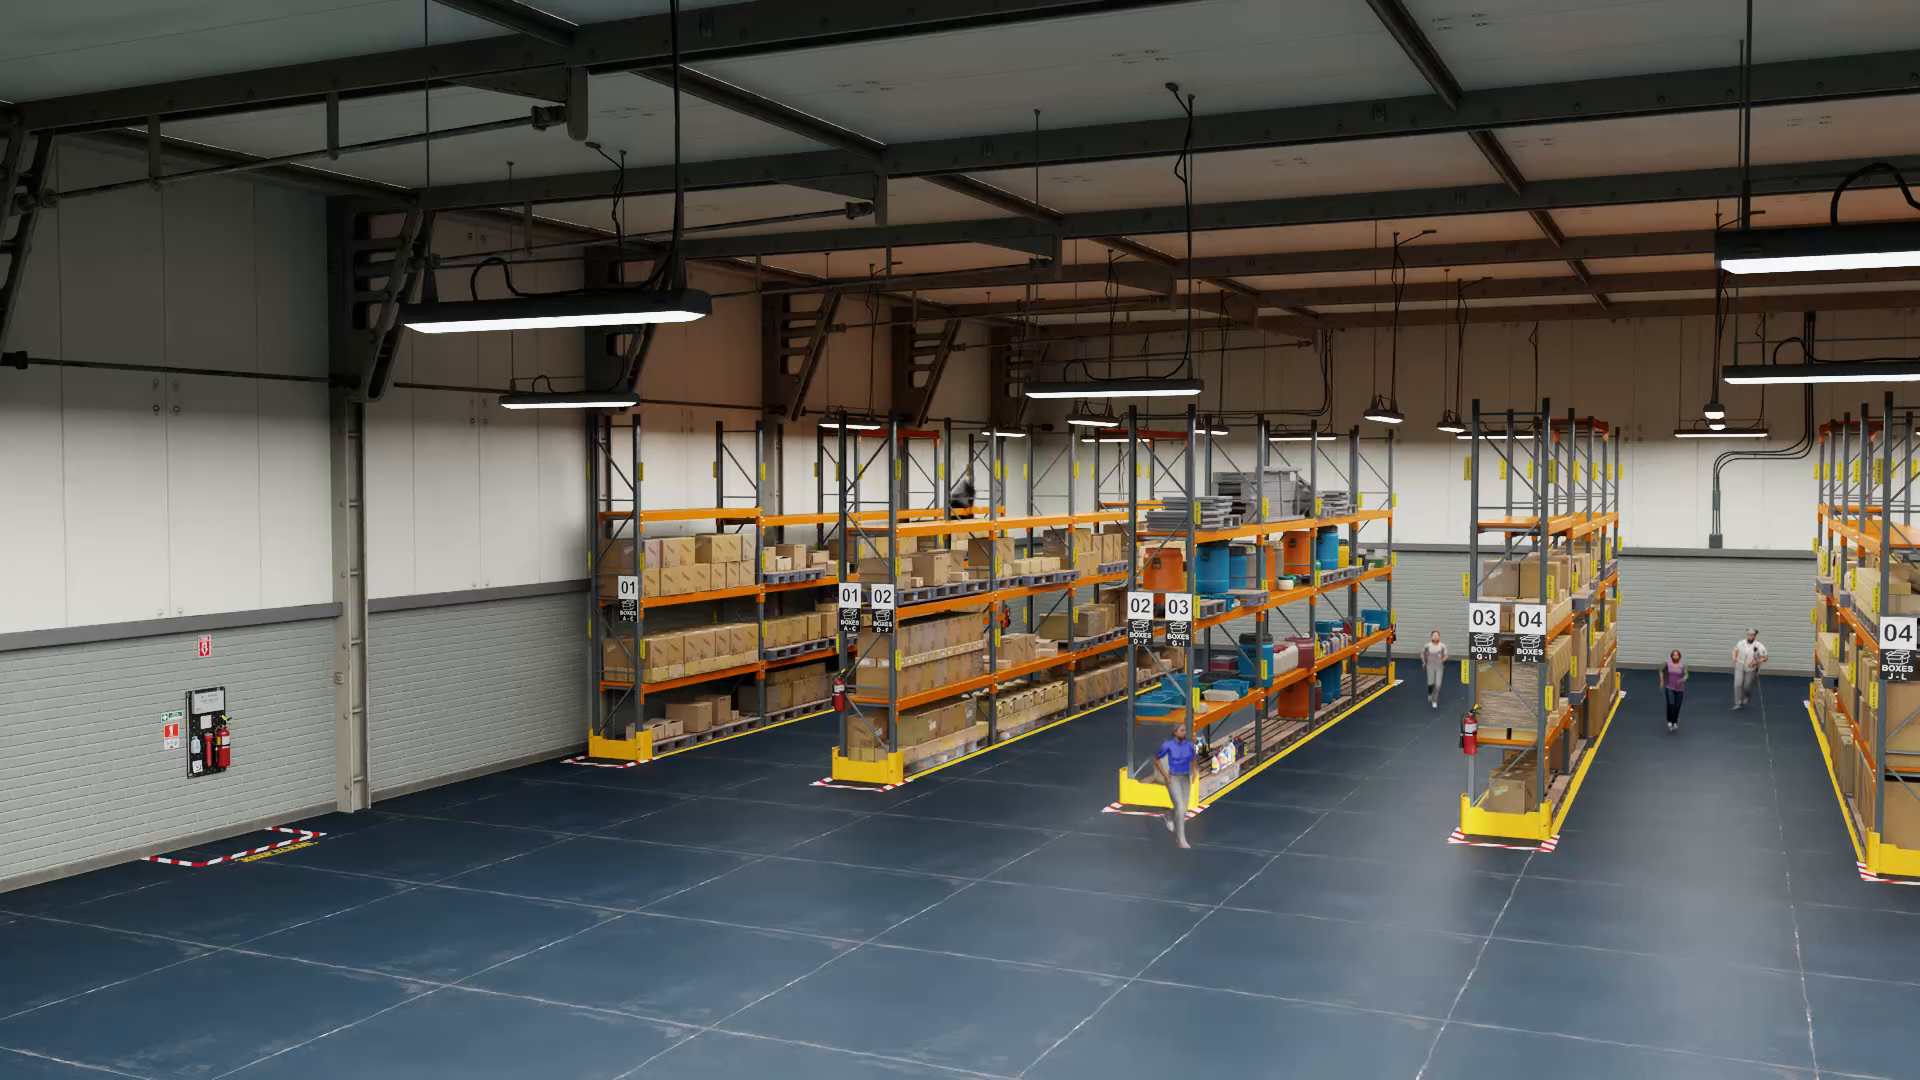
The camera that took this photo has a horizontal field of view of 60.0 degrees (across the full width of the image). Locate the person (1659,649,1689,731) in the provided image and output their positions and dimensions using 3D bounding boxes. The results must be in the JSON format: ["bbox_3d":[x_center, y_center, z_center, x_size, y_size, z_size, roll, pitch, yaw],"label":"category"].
[{"bbox_3d":[13.726,2.886,31.964,0.500,1.579,0.730,1,2,18],"label":"person"}]

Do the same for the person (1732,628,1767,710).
[{"bbox_3d":[16.646,2.710,35.083,0.703,1.745,0.698,2,3,42],"label":"person"}]

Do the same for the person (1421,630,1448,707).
[{"bbox_3d":[10.070,2.737,35.281,0.557,1.630,0.553,1,2,13],"label":"person"}]

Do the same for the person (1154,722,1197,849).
[{"bbox_3d":[2.929,3.283,22.444,0.599,1.668,0.819,-1,3,-24],"label":"person"}]
